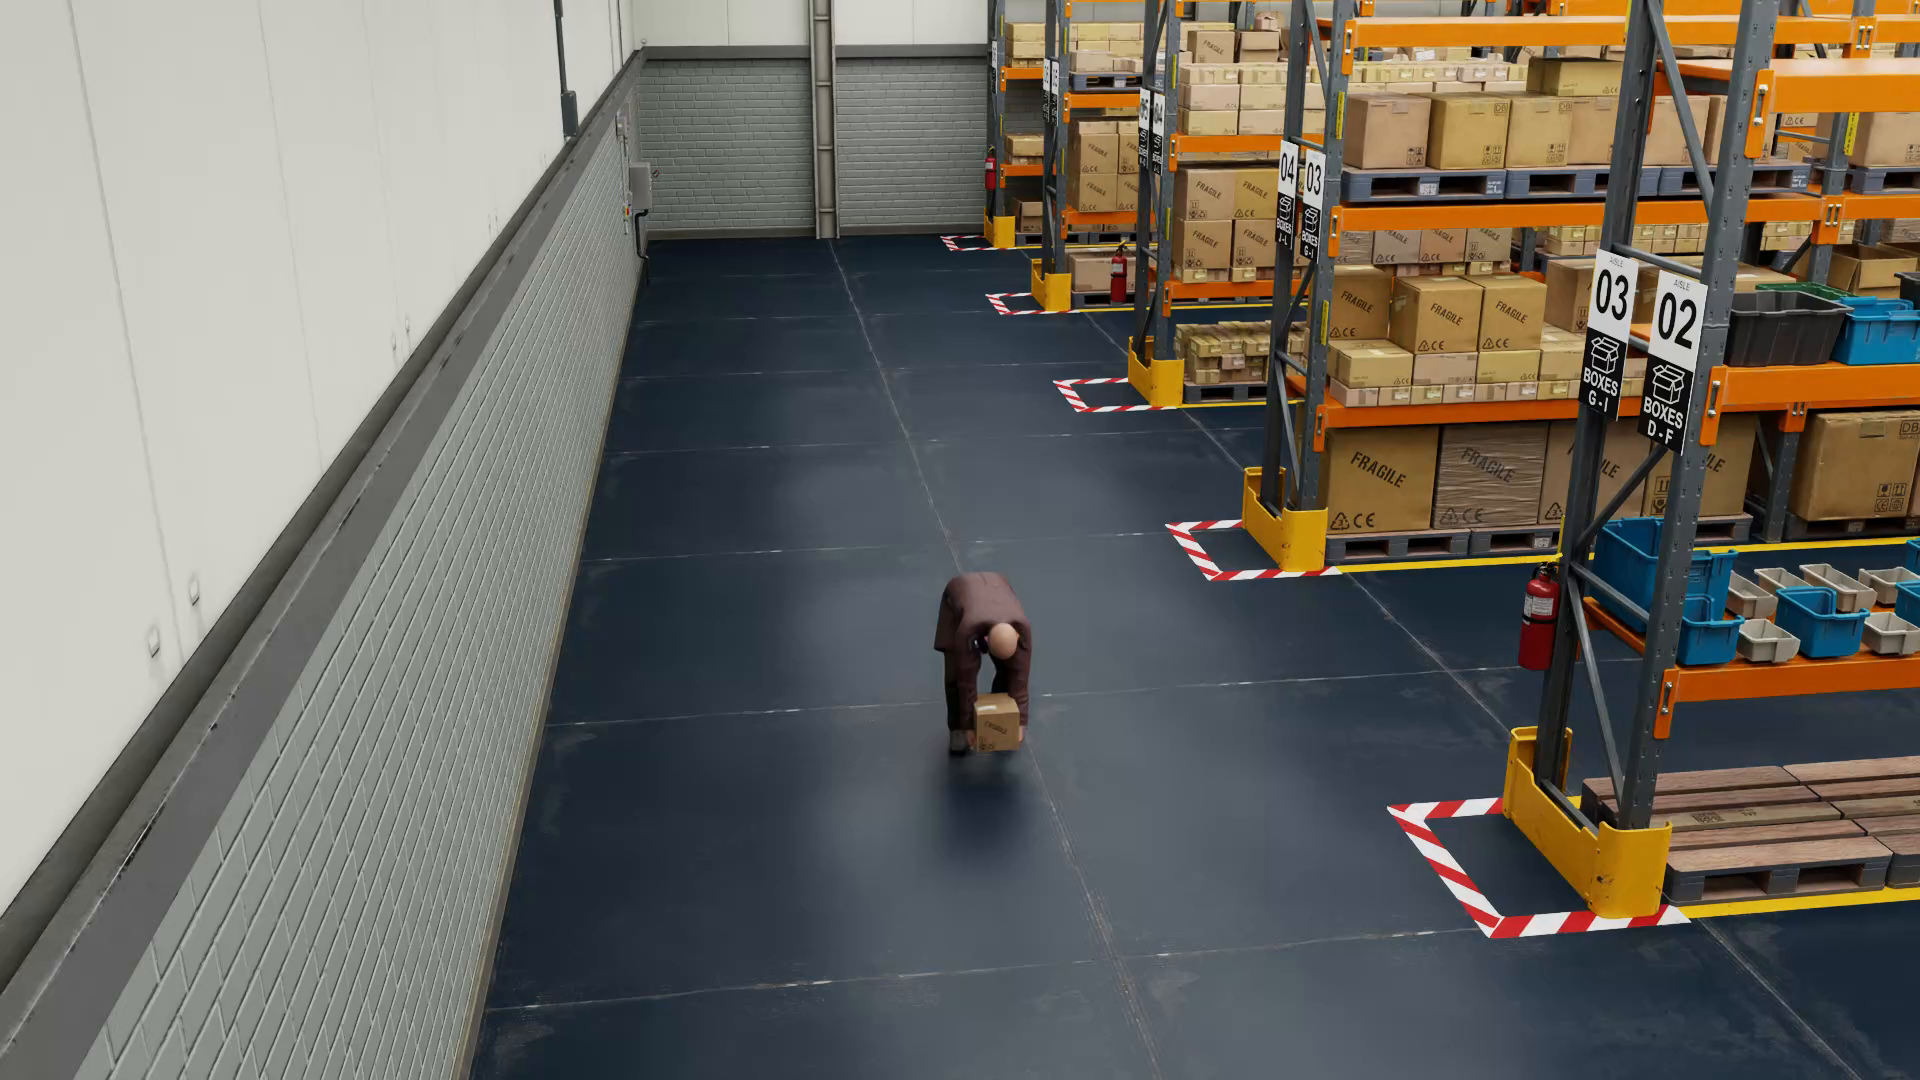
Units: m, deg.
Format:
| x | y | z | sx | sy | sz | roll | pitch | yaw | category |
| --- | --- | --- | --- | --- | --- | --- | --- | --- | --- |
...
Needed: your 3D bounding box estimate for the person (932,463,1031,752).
| x | y | z | sx | sy | sz | roll | pitch | yaw | category |
| --- | --- | --- | --- | --- | --- | --- | --- | --- | --- |
| 0.134 | 0.390 | 10.001 | 0.589 | 1.778 | 0.424 | -3 | 20 | -9 | person |
